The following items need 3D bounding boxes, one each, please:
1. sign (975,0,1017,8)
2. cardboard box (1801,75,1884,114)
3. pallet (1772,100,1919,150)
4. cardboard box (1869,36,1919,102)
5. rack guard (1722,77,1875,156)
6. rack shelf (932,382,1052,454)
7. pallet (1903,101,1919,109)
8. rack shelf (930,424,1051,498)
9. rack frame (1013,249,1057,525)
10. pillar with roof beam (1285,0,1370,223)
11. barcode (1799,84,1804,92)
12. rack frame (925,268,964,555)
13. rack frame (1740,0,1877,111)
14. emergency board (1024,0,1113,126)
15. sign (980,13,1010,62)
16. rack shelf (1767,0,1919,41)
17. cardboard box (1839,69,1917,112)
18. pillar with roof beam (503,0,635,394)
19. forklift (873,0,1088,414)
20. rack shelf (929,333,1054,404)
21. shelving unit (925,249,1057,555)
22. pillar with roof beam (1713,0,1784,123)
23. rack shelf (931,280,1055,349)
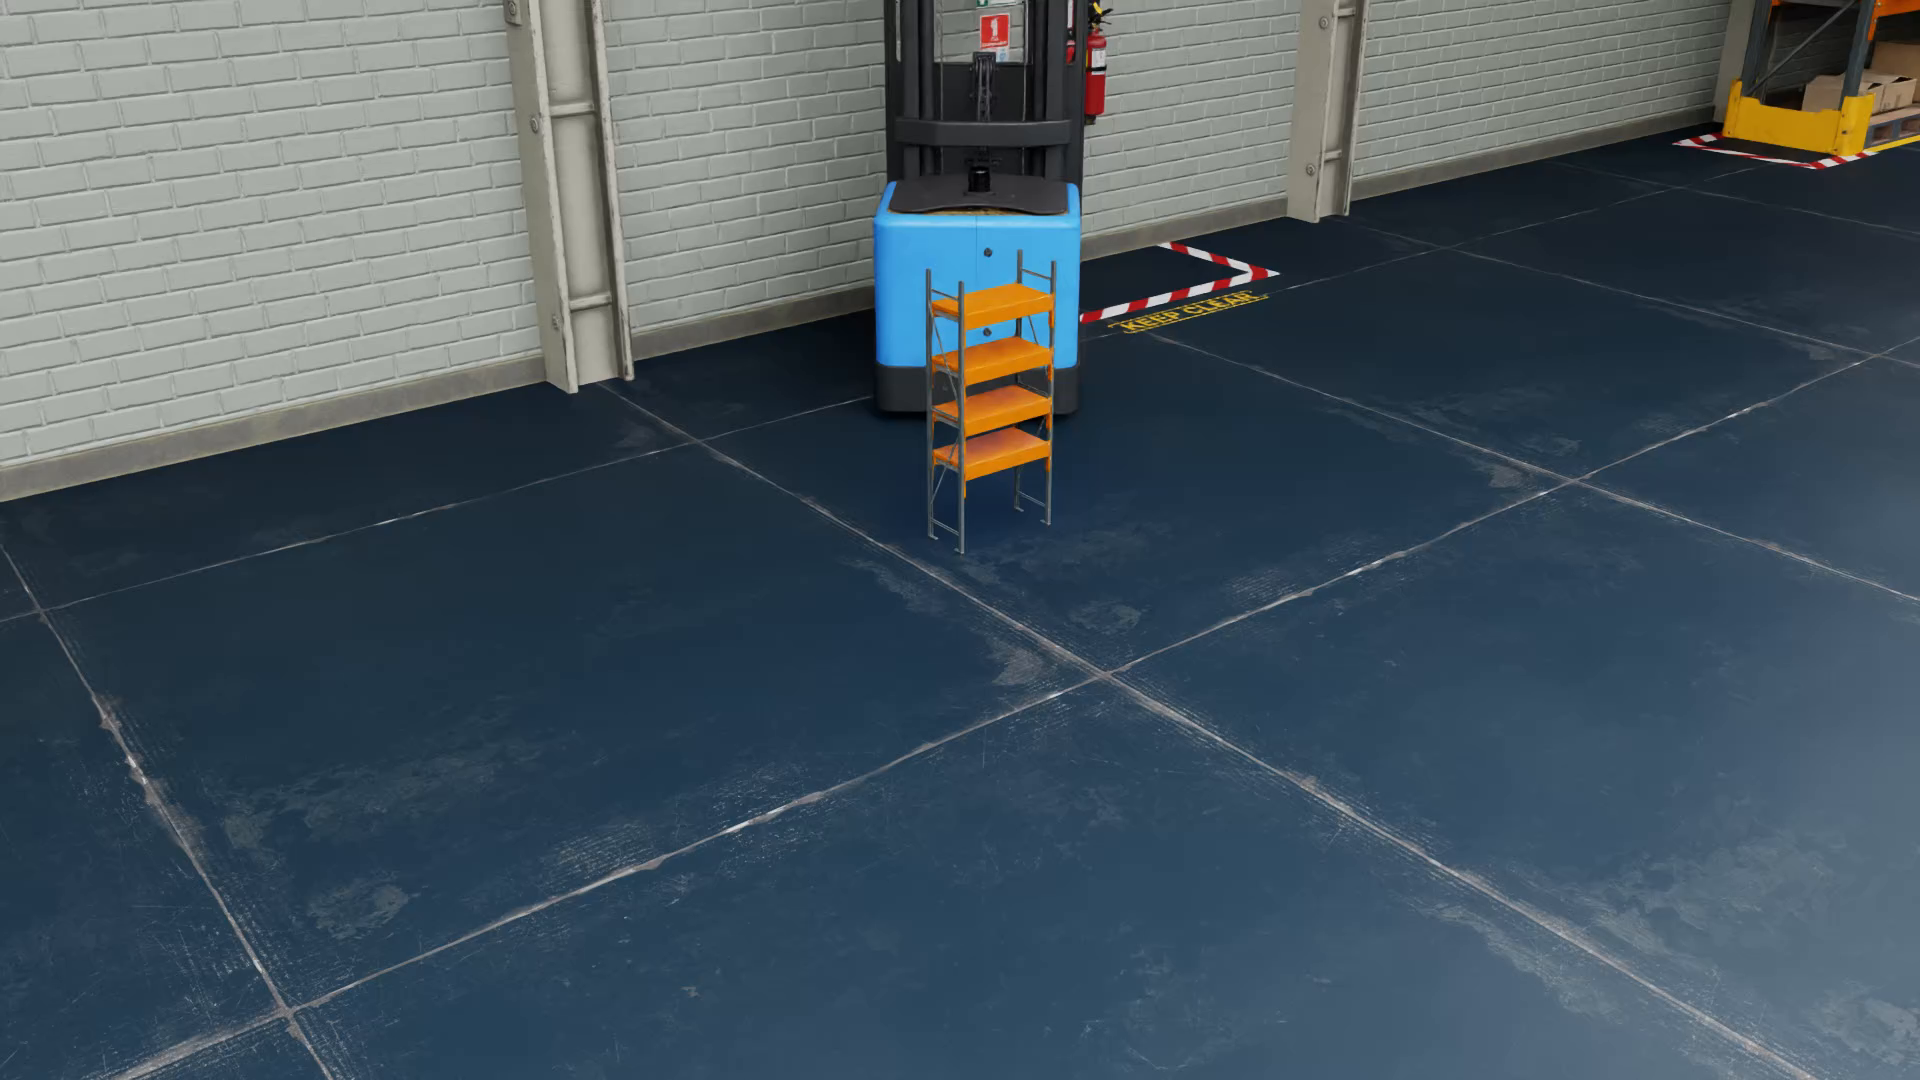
[{"bbox_3d":[0.224,-3.323,10.175,0.331,0.109,0.001,-18,31,-34],"label":"sign"},{"bbox_3d":[7.986,-4.027,15.035,0.500,0.311,0.500,-23,33,-40],"label":"cardboard box"},{"bbox_3d":[8.107,-3.851,15.298,1.213,0.211,1.003,-18,31,-34],"label":"pallet"},{"bbox_3d":[9.043,-4.435,15.690,0.500,0.500,0.700,-21,32,-37],"label":"cardboard box"},{"bbox_3d":[7.446,-3.783,14.808,0.348,0.500,1.175,-18,31,-34],"label":"rack guard"},{"bbox_3d":[0.130,-0.526,7.118,0.480,0.148,0.258,-18,31,-34],"label":"rack shelf"},{"bbox_3d":[9.067,-4.167,15.977,1.213,0.211,1.003,-18,31,-34],"label":"pallet"},{"bbox_3d":[0.130,-0.346,7.202,0.480,0.148,0.258,-18,31,-34],"label":"rack shelf"},{"bbox_3d":[0.322,-0.651,7.227,0.015,1.200,0.240,-18,31,-34],"label":"rack frame"},{"bbox_3d":[5.338,-5.102,7.554,0.400,9.000,9.100,-18,31,-34],"label":"pillar with roof beam"},{"bbox_3d":[7.754,-4.168,15.329,0.075,0.075,0.001,-18,31,-34],"label":"barcode"},{"bbox_3d":[-0.062,-0.524,6.953,0.015,1.200,0.240,-18,31,-34],"label":"rack frame"},{"bbox_3d":[7.386,-4.897,14.239,0.127,3.000,1.000,-18,31,-34],"label":"rack frame"},{"bbox_3d":[0.714,-3.178,10.534,0.643,1.169,0.194,-18,31,-34],"label":"emergency board"},{"bbox_3d":[0.215,-3.084,10.291,0.234,0.329,0.001,-18,31,-34],"label":"sign"},{"bbox_3d":[8.960,-5.090,15.510,4.000,0.370,1.077,-18,31,-34],"label":"rack shelf"},{"bbox_3d":[8.435,-4.175,15.355,0.500,0.311,0.500,-15,29,-30],"label":"cardboard box"},{"bbox_3d":[0.617,-3.544,4.196,0.400,9.000,9.100,-18,31,-34],"label":"pillar with roof beam"},{"bbox_3d":[0.149,-2.548,9.257,1.130,2.935,3.031,1,25,2],"label":"forklift"},{"bbox_3d":[0.130,-0.729,7.024,0.480,0.148,0.258,-18,31,-34],"label":"rack shelf"},{"bbox_3d":[0.130,-0.587,7.090,0.503,1.200,0.258,-18,31,-34],"label":"shelving unit"},{"bbox_3d":[10.060,-6.661,10.912,0.400,9.000,9.100,-18,31,-34],"label":"pillar with roof beam"},{"bbox_3d":[0.130,-0.944,6.925,0.480,0.148,0.258,-18,31,-34],"label":"rack shelf"}]
